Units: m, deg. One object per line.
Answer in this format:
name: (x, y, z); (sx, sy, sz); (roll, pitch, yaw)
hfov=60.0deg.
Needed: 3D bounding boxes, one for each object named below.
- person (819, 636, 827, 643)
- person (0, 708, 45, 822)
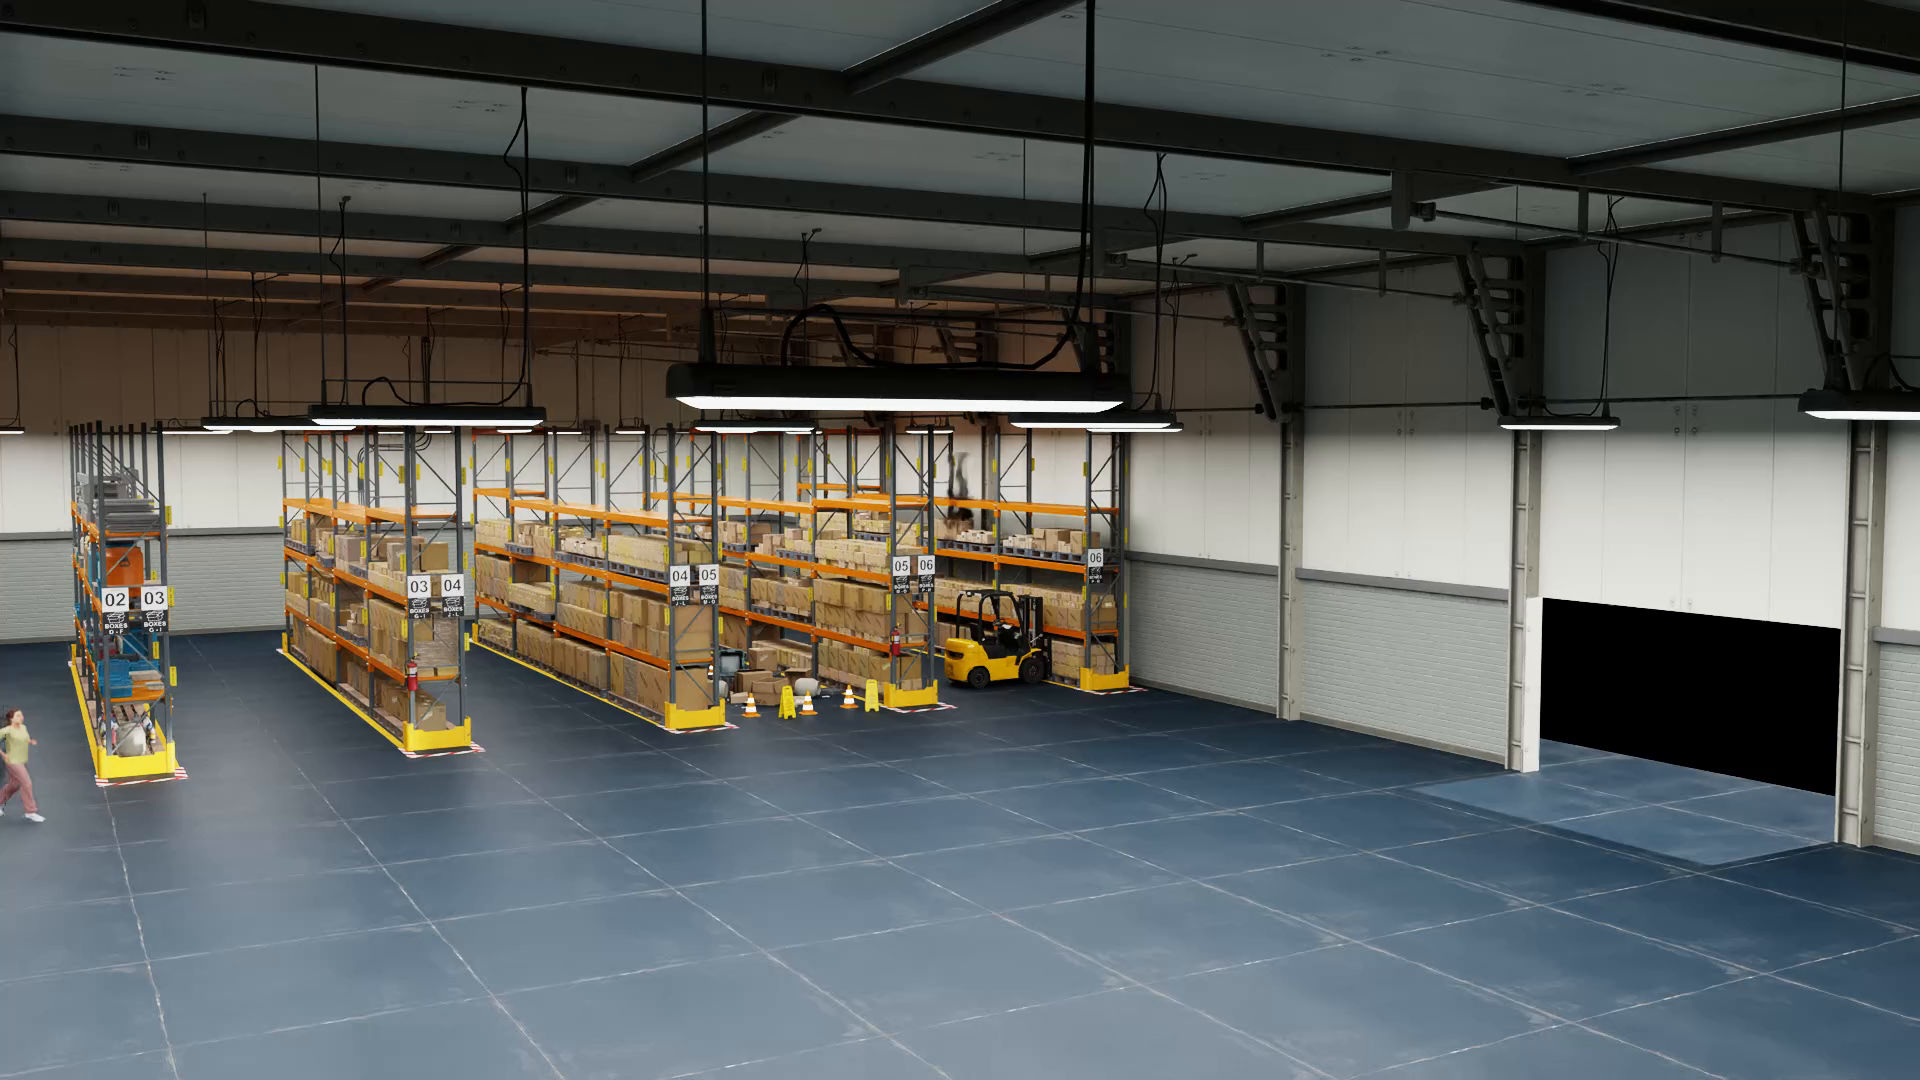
person: (-3.553, 2.186, 43.112); (0.651, 1.807, 0.740); (-2, 4, -28)
person: (-14.117, 3.348, 24.848); (0.895, 1.692, 0.559); (0, 4, 1)
